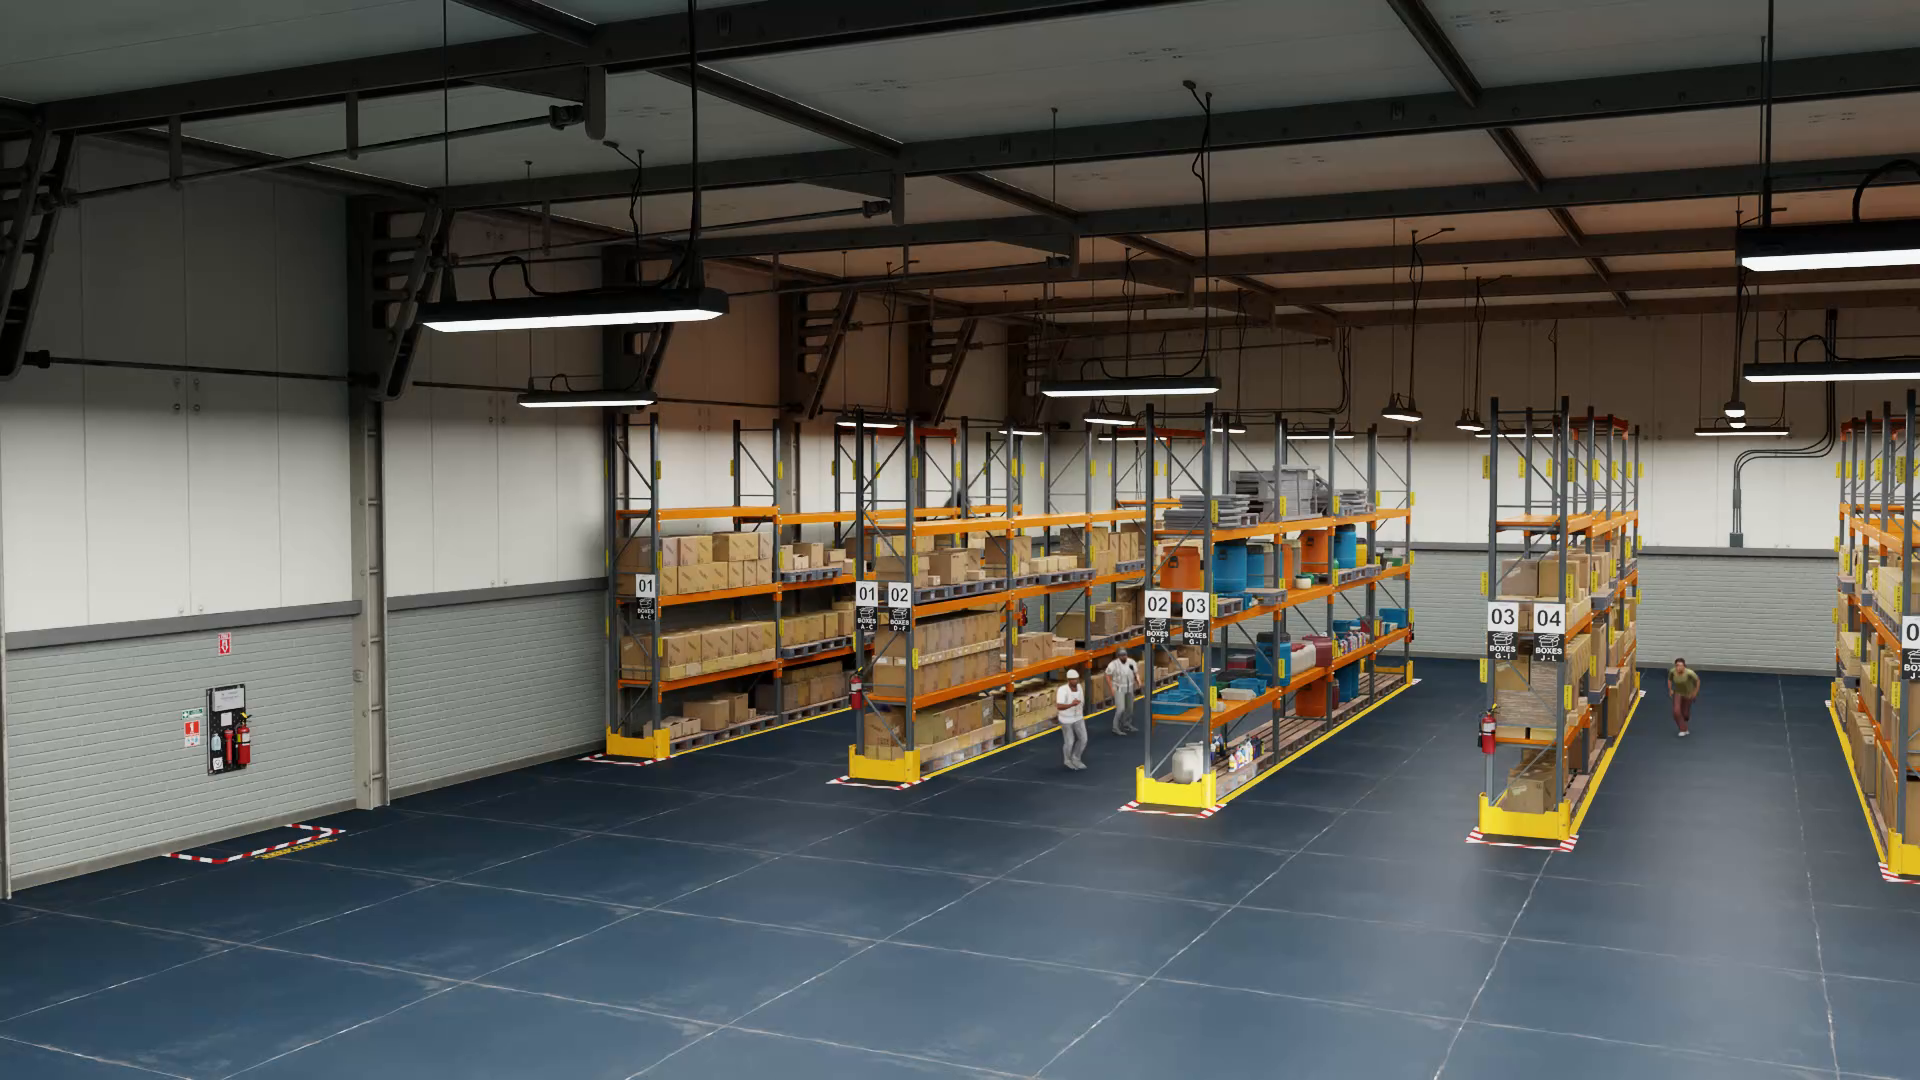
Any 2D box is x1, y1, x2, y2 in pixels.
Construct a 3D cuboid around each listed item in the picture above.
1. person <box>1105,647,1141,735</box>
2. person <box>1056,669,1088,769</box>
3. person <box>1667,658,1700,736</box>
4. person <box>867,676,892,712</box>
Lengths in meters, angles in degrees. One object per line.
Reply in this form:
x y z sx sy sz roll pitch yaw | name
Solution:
3.137 2.859 31.567 0.719 1.699 0.804 -1 3 -24 | person
1.826 2.989 27.560 0.616 1.718 0.873 -1 3 -21 | person
13.664 2.940 31.350 0.586 1.500 0.928 2 3 35 | person
-1.450 2.920 30.528 0.790 1.616 0.656 -1 3 -31 | person
